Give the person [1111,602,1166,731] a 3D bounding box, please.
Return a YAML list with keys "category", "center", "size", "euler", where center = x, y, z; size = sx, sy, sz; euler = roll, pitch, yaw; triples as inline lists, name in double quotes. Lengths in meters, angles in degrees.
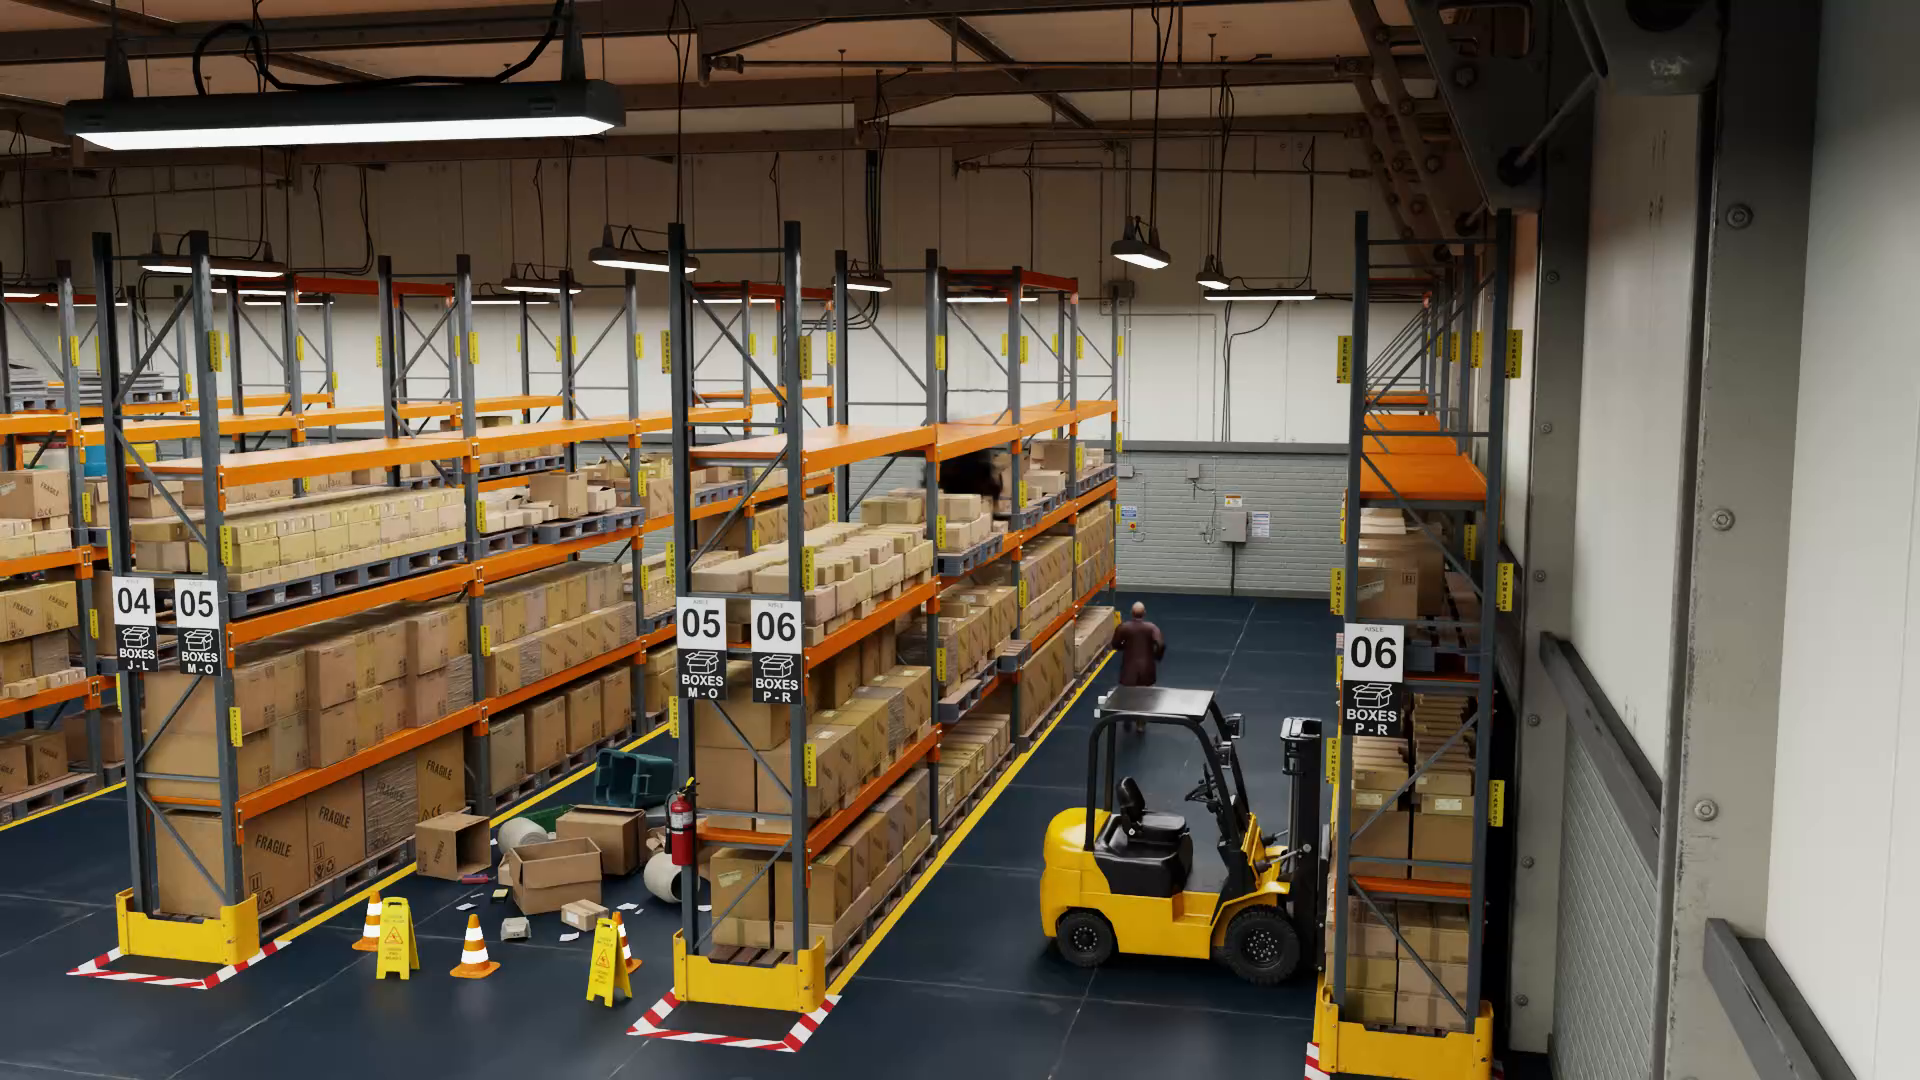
- category: "person"
  center: [2.325, 1.664, 21.648]
  size: [0.720, 1.746, 0.911]
  euler: [1, 7, 11]
